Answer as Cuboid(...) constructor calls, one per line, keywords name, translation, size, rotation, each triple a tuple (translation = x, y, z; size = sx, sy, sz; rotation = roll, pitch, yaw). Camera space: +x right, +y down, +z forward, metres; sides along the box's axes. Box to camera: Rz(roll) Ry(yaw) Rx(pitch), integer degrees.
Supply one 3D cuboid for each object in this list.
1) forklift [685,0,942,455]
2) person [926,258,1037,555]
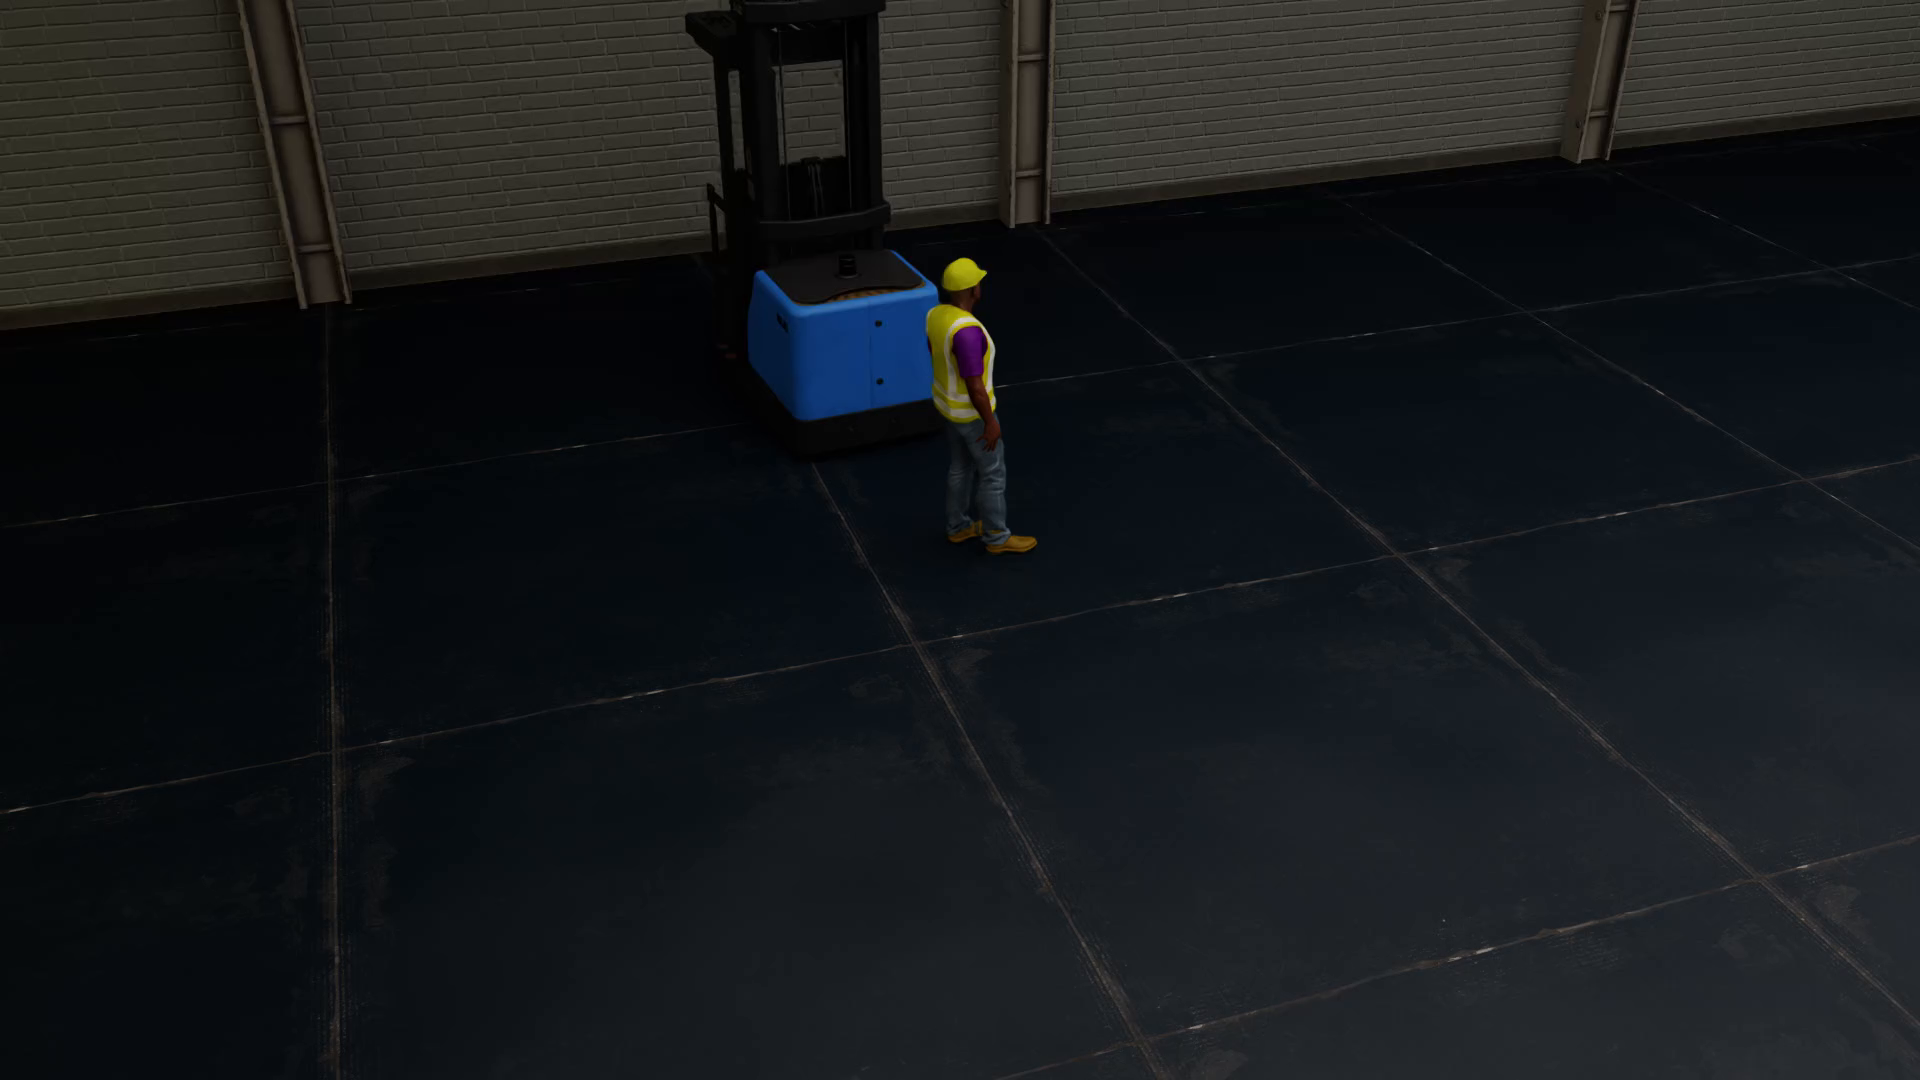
Cuboid(name="forklift", translation=(-1.179, -2.544, 11.508), size=(1.130, 2.935, 3.031), rotation=(-12, 32, -20))
Cuboid(name="person", translation=(0.095, -0.789, 9.639), size=(0.530, 1.764, 0.701), rotation=(-14, 33, -23))
